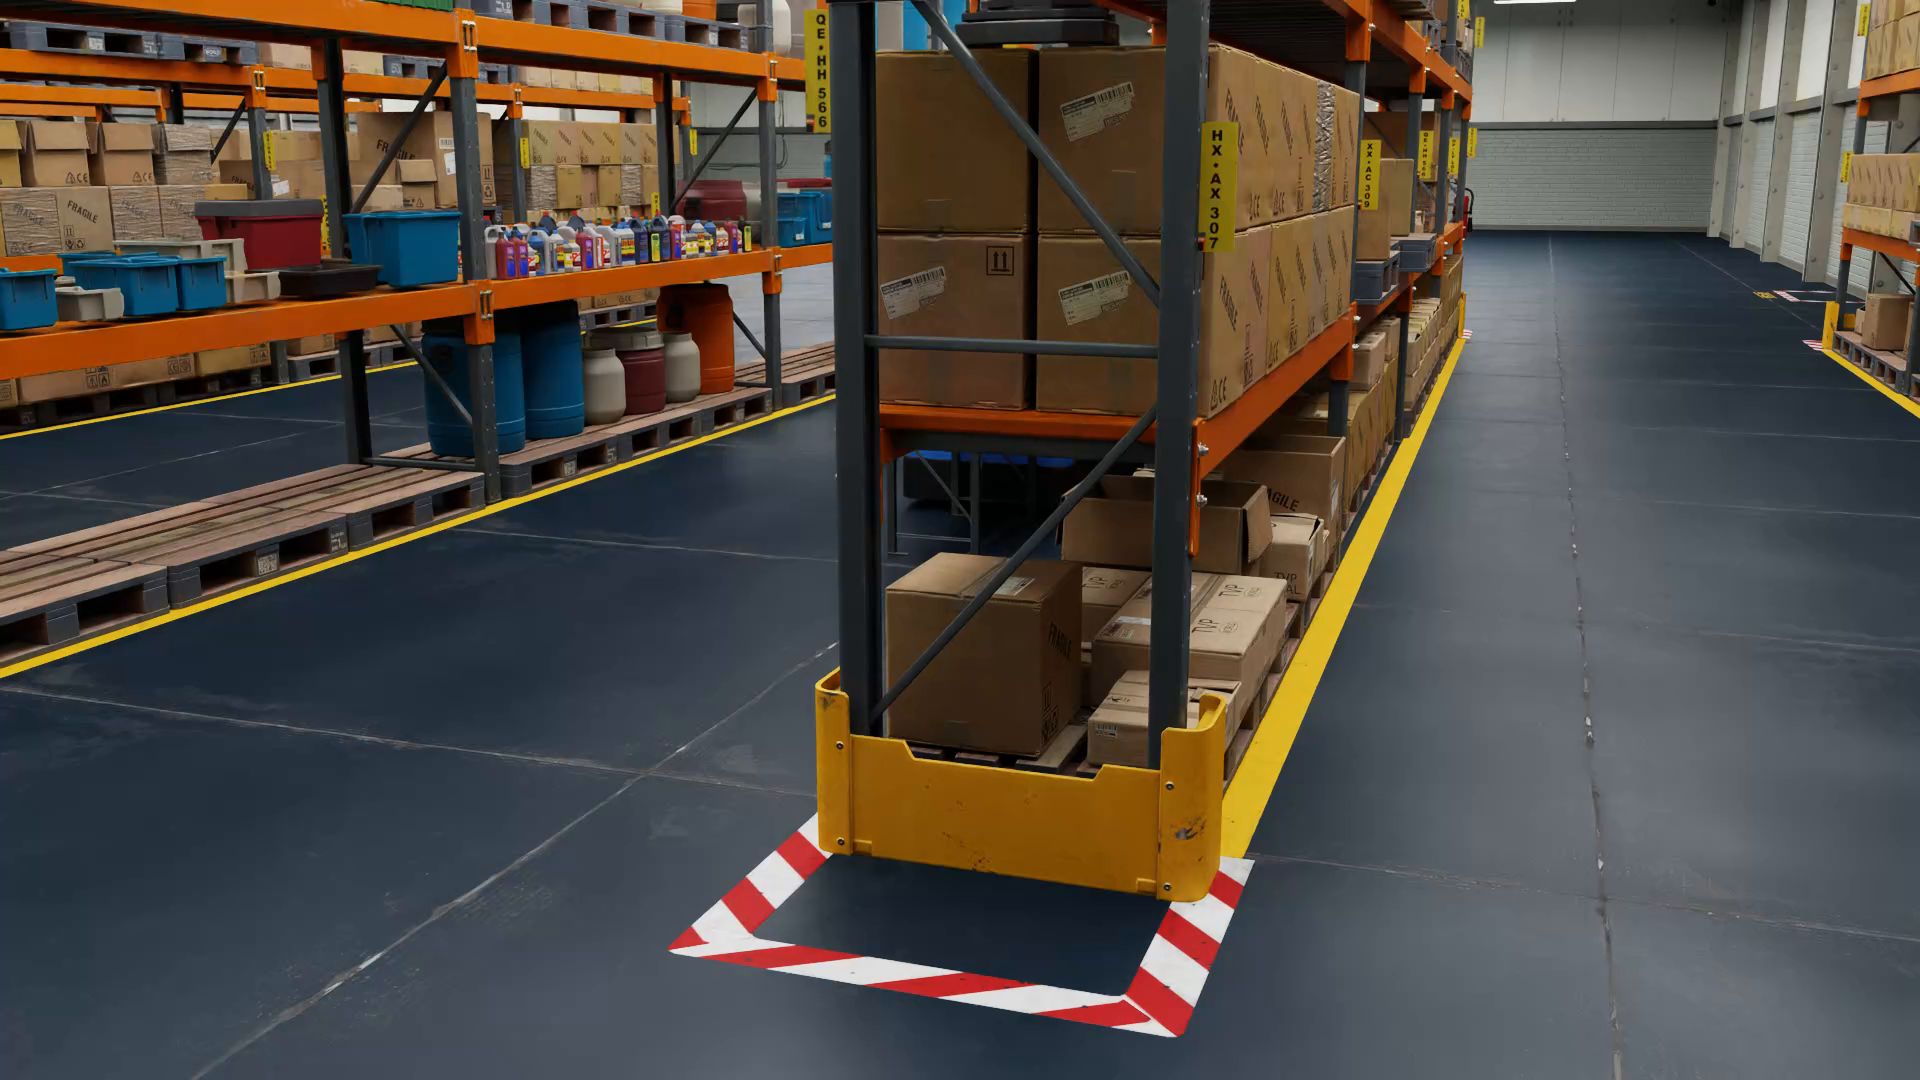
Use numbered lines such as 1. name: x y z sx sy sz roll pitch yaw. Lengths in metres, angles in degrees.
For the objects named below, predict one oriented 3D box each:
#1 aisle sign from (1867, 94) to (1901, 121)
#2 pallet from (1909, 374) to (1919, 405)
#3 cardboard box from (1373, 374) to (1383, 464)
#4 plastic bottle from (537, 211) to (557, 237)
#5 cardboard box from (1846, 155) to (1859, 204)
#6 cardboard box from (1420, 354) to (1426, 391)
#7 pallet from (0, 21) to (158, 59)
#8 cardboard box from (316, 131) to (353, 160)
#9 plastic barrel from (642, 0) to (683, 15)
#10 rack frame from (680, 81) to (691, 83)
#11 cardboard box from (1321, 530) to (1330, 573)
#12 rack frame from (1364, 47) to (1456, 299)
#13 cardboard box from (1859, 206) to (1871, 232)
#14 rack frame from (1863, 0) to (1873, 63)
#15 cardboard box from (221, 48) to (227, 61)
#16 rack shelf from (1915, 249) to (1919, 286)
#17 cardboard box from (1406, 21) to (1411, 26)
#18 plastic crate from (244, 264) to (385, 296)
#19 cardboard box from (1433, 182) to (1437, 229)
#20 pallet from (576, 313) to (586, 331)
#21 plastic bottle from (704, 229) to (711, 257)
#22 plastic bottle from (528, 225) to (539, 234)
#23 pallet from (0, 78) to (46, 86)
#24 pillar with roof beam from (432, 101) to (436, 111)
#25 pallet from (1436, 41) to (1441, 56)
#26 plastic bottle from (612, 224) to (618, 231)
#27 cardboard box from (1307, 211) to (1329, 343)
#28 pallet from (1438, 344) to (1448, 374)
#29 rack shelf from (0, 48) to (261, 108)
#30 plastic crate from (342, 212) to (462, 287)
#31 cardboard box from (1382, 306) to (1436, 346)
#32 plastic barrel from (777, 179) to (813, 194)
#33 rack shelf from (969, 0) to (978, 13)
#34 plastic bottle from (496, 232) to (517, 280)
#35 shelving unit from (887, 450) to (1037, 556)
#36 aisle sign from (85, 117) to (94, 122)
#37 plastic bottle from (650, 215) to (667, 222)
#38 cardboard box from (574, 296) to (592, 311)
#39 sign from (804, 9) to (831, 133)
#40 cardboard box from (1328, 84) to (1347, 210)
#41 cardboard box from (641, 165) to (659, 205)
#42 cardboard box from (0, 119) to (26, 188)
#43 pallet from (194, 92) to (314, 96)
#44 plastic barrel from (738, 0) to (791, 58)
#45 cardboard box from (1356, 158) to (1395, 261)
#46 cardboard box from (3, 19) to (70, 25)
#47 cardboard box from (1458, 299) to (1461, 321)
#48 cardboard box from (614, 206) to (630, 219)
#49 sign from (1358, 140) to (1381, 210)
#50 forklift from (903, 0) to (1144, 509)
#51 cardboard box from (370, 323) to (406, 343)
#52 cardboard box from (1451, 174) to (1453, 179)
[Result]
1. aisle sign: 9.747 -4.835 17.590 0.394 0.787 0.004 4 14 18
2. pallet: 8.463 -1.165 13.619 1.003 0.211 1.213 4 14 18
3. cardboard box: 2.318 -0.765 10.226 0.500 0.500 0.500 4 13 16
4. plastic bottle: -2.905 -2.143 11.746 0.144 0.351 0.185 4 14 18
5. cardboard box: 9.569 -3.754 17.303 0.500 0.500 0.500 4 14 18
6. cardboard box: 3.502 -1.372 13.492 0.500 0.250 0.500 4 13 17
7. pallet: -7.159 -3.912 13.069 1.003 0.211 1.213 5 14 21
8. cardboard box: -8.961 -5.381 23.060 0.875 0.550 0.550 4 14 18
9. plastic barrel: -2.163 -3.923 12.063 0.301 0.262 0.301 0 13 0
10. rack frame: -4.053 -7.526 21.738 1.000 3.000 0.127 4 14 18
11. cardboard box: 1.456 0.039 7.495 0.380 0.149 0.250 4 14 18
12. rack frame: 4.025 -3.045 15.587 1.000 3.000 0.127 4 14 18
13. cardboard box: 9.224 -3.171 16.431 0.500 0.250 0.500 4 13 18
14. rack frame: 10.008 -6.456 17.050 1.000 3.000 0.127 4 14 18
15. cardboard box: -6.720 -4.424 15.224 0.500 0.250 0.500 4 14 19
16. rack shelf: 8.066 -1.917 12.263 1.077 0.370 4.000 4 14 18
17. cardboard box: 2.288 -3.403 10.189 0.910 0.500 0.500 4 14 18
18. plastic crate: -3.357 -1.358 8.680 0.437 0.125 0.590 4 14 18
19. cardboard box: 4.493 -3.404 16.937 0.700 0.500 0.500 5 14 19
20. pallet: -5.164 -2.543 19.656 1.003 0.211 1.213 4 14 18
21. plastic bottle: -1.906 -2.214 12.394 0.097 0.201 0.097 0 13 0
22. plastic bottle: -2.904 -2.017 11.371 0.097 0.271 0.097 0 13 0
23. pallet: -10.785 -5.040 18.014 1.003 0.211 1.213 5 14 21
24. pillar with roof beam: -9.309 -11.994 41.315 9.100 9.000 0.400 4 14 18
25. pallet: 3.752 -4.227 14.457 0.805 0.209 1.217 4 13 16
26. plastic bottle: -2.374 -2.043 11.486 0.097 0.271 0.097 0 13 0
27. cardboard box: 1.188 -1.068 6.703 0.500 0.500 0.500 5 14 20
28. pallet: 4.322 -1.850 16.618 1.003 0.211 1.213 4 14 18
29. rack shelf: -7.289 -3.607 12.927 1.077 0.370 4.000 4 14 18
30. plastic crate: -3.078 -1.616 9.230 0.392 0.384 0.575 4 14 18
31. cardboard box: 3.839 -1.862 14.378 0.500 0.311 0.500 4 14 18
32. plastic barrel: -1.555 -3.037 15.249 0.433 0.535 0.433 0 13 0
33. rack shelf: -0.014 -6.202 18.455 1.077 0.370 4.000 4 14 18
34. plastic bottle: -2.727 -1.707 9.990 0.061 0.283 0.133 4 14 18
35. shelving unit: 0.028 -0.749 8.900 0.538 1.500 1.048 4 14 18
36. aisle sign: -13.136 -6.574 25.208 0.394 0.787 0.004 4 14 18
37. plastic bottle: -2.401 -2.432 13.180 0.152 0.276 0.135 4 14 18
38. cardboard box: -4.875 -3.084 20.431 0.500 0.500 0.500 3 13 13
39. sign: -0.376 -1.281 4.547 0.100 0.325 0.005 4 14 18
40. cardboard box: 1.355 -1.663 7.063 0.500 0.500 0.500 4 13 17
41. cardboard box: -4.305 -4.567 21.363 0.875 0.500 0.500 4 14 18
42. cardboard box: -7.504 -2.891 12.434 0.797 0.503 0.637 5 14 19
43. pallet: -9.337 -5.984 21.922 1.003 0.211 1.213 4 14 18
44. plastic barrel: -1.565 -4.120 13.307 0.421 0.512 0.421 0 13 0
45. cardboard box: 1.801 -1.697 8.516 0.700 0.500 0.500 0 13 -1
46. cardboard box: -7.282 -4.202 12.742 0.797 0.503 0.637 4 14 18
47. cardboard box: 5.425 -2.617 18.948 0.500 0.250 0.500 4 14 18
48. cardboard box: -4.336 -4.080 20.688 0.380 0.149 0.250 4 14 18
49. sign: 1.952 -1.745 7.947 0.100 0.325 0.005 4 14 18
50. forklift: 0.650 -1.885 10.662 1.130 2.935 3.031 5 14 20
51. cardboard box: -6.099 -2.292 16.920 0.700 0.500 0.500 6 14 23
52. cardboard box: 5.292 -4.103 18.539 0.380 0.149 0.250 5 14 20
